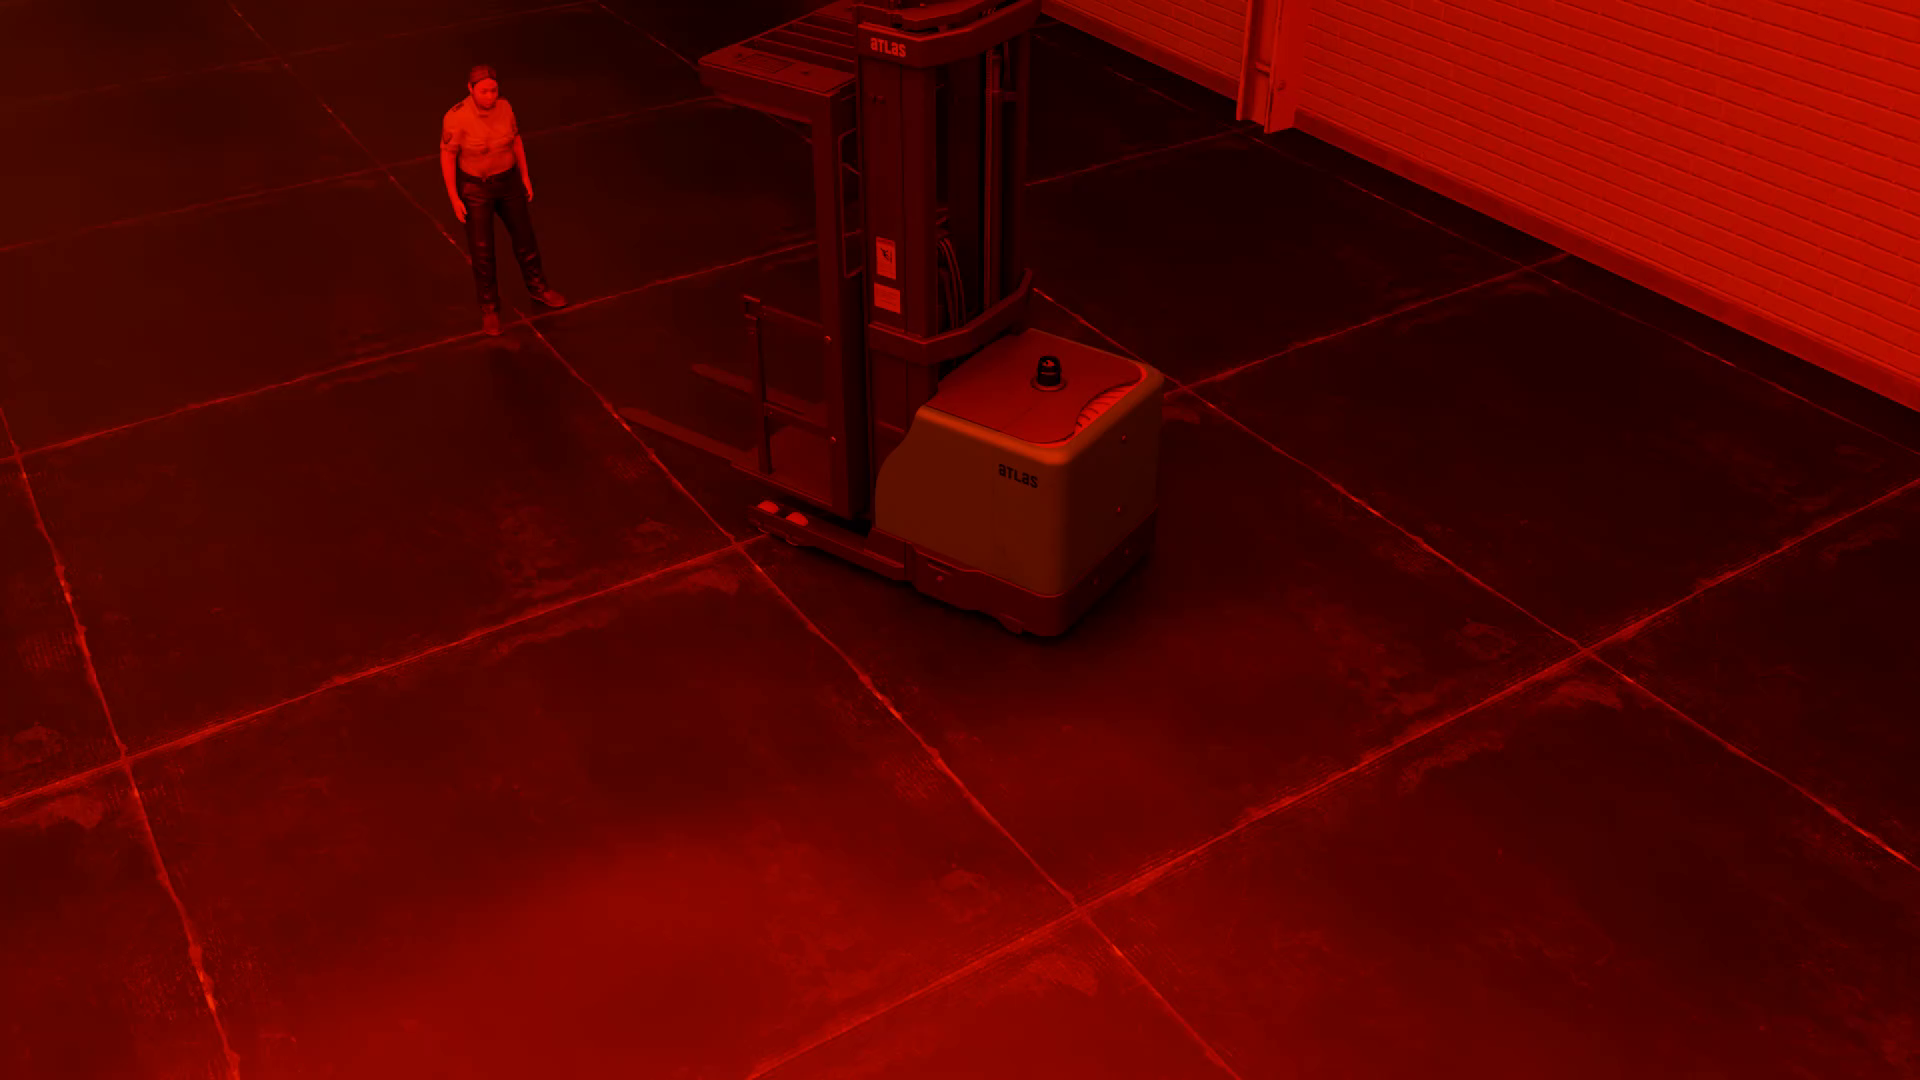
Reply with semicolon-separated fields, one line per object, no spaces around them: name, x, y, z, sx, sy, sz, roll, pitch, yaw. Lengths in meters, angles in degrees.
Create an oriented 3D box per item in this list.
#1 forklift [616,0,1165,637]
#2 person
forklift;-0.500;-1.399;8.138;3.031;2.935;1.130;22;41;28
person;-2.881;-2.157;10.338;0.623;1.658;0.427;-29;44;-35
